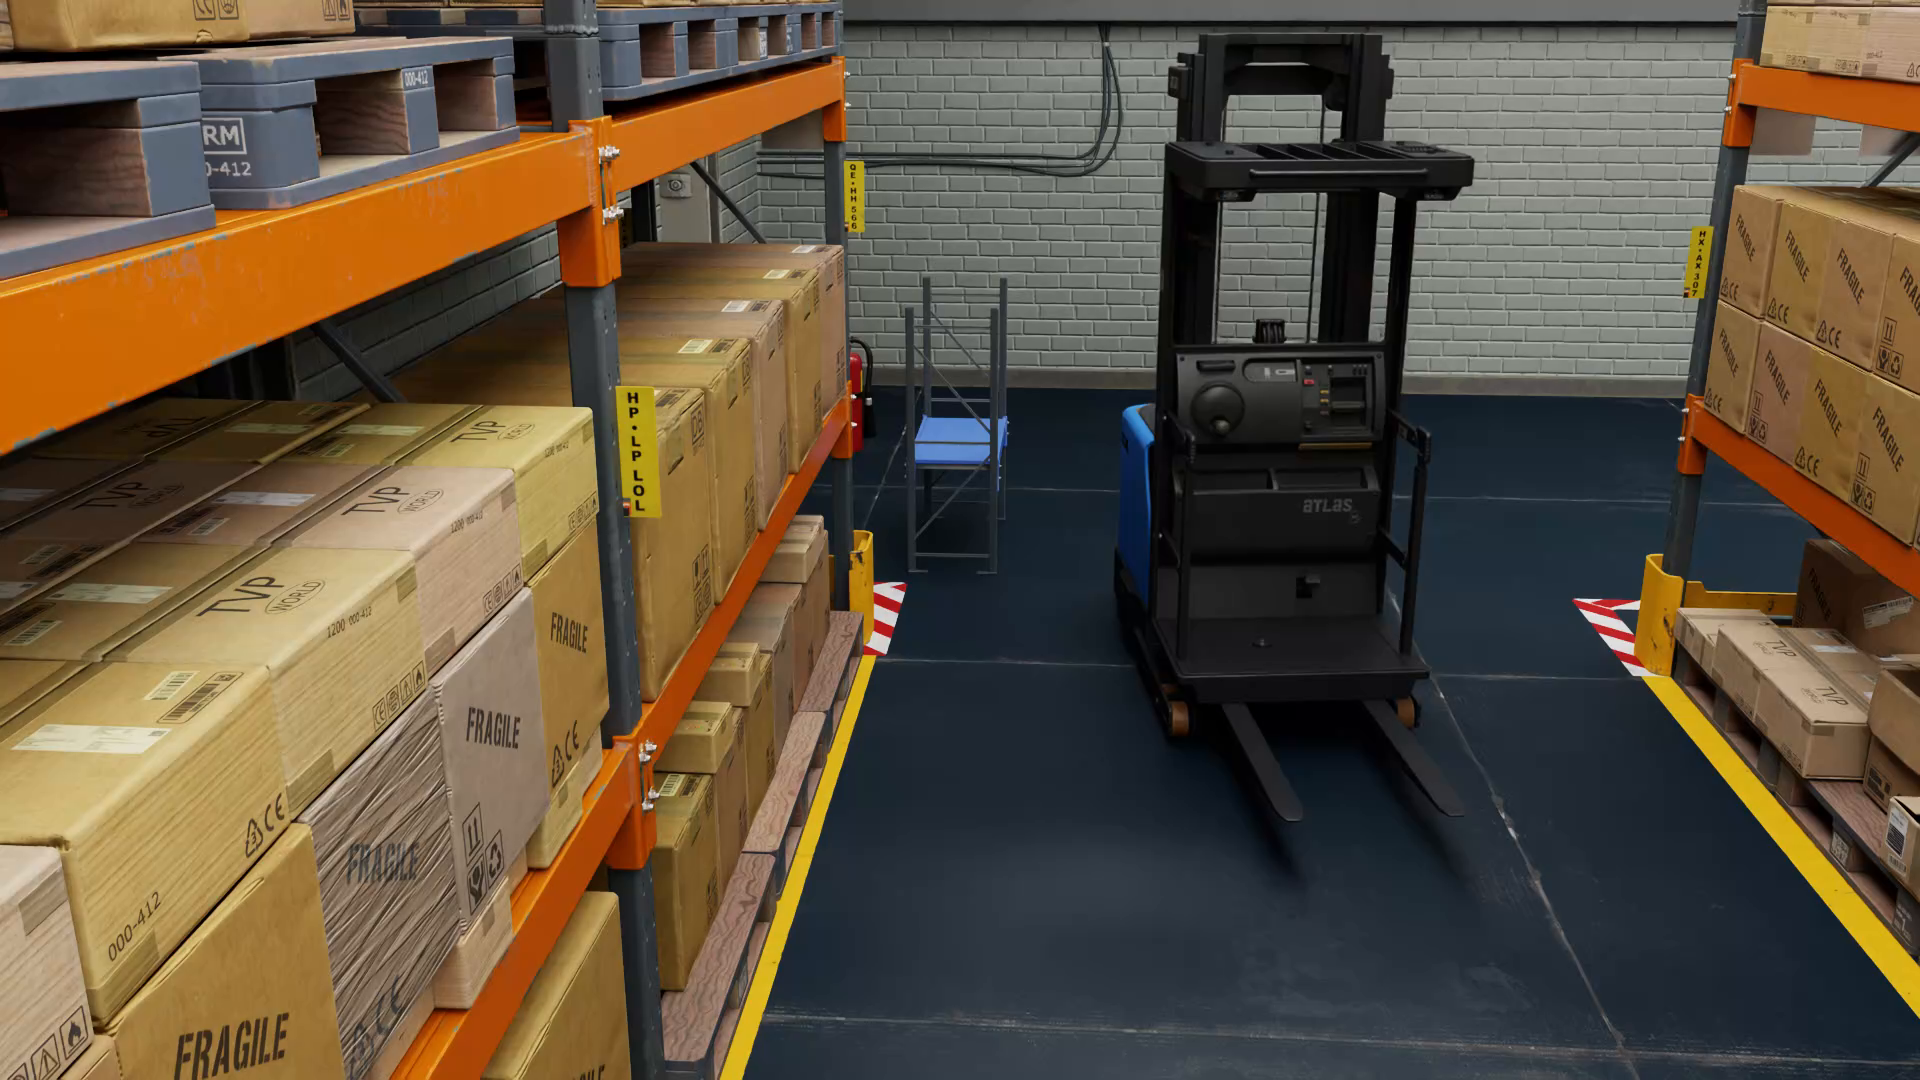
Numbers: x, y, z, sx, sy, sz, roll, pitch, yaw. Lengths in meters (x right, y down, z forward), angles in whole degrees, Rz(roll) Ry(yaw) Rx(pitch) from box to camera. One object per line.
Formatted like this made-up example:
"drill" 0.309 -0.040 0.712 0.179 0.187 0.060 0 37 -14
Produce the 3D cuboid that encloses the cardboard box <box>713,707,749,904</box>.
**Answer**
"cardboard box" -1.126 0.895 5.715 0.700 0.500 0.500 1 18 3

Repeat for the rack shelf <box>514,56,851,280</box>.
"rack shelf" -1.178 -1.412 5.754 1.077 0.370 4.000 1 18 4

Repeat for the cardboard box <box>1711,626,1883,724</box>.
"cardboard box" 3.549 0.575 7.060 0.500 0.250 0.500 1 18 4

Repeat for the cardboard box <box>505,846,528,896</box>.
"cardboard box" -1.121 0.672 3.426 0.380 0.149 0.250 2 18 6

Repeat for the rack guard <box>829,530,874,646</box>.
"rack guard" -1.033 0.231 8.416 1.175 0.500 0.348 1 18 4

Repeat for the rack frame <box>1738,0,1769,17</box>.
"rack frame" 3.906 -3.691 6.736 1.000 3.000 0.127 1 18 4

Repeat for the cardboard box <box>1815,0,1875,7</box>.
"cardboard box" 3.567 -2.123 6.206 0.500 0.250 0.500 1 18 4

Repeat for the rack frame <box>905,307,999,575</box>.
"rack frame" -0.043 -0.528 9.127 0.500 1.500 0.032 1 18 4

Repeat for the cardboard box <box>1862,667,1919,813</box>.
"cardboard box" 3.749 0.796 5.980 0.797 0.503 0.637 1 18 4

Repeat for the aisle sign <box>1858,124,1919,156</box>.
"aisle sign" 4.217 -2.090 7.309 0.394 0.787 0.004 1 18 4

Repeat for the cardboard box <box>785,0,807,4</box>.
"cardboard box" -0.859 -2.156 6.274 0.500 0.250 0.500 1 18 2

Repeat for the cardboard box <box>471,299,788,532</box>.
"cardboard box" -1.166 -0.471 6.061 0.980 0.700 0.700 0 18 1

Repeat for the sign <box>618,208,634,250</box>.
"sign" -1.588 -1.413 7.901 0.100 0.325 0.005 1 18 4

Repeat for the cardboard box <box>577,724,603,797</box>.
"cardboard box" -1.063 0.514 3.909 0.380 0.149 0.250 1 18 4

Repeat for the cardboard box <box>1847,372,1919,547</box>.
"cardboard box" 3.504 -0.285 5.814 0.500 0.500 0.500 2 18 5

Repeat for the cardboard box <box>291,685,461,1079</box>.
"cardboard box" -1.174 0.558 2.733 0.500 0.500 0.500 1 18 4

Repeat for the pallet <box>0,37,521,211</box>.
"pallet" -1.338 -0.756 2.903 0.805 0.209 1.217 1 18 2

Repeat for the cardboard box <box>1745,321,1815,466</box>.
"cardboard box" 3.580 -0.596 6.763 0.500 0.500 0.500 1 18 3

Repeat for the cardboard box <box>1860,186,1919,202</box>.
"cardboard box" 4.149 -1.219 7.059 0.500 0.500 0.500 1 18 3

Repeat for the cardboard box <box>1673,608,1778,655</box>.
"cardboard box" 3.534 0.428 7.672 0.380 0.149 0.250 1 18 4

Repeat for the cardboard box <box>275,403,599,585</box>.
"cardboard box" -1.100 -0.111 3.571 0.500 0.250 0.500 2 18 5

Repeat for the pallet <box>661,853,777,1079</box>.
"pallet" -1.189 1.383 5.363 1.003 0.211 1.213 1 18 4

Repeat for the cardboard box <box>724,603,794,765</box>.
"cardboard box" -1.056 0.570 6.707 0.700 0.500 0.500 1 18 2

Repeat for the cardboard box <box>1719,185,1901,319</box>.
"cardboard box" 3.612 -1.231 7.097 0.500 0.500 0.500 2 18 6

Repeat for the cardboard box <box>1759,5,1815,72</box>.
"cardboard box" 3.616 -2.041 6.757 0.500 0.250 0.500 1 18 4

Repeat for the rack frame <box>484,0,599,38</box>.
"rack frame" -1.321 -2.558 3.279 1.000 3.000 0.127 1 18 4

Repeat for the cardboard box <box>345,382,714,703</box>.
"cardboard box" -1.266 -0.018 4.679 0.980 0.700 0.700 2 18 5

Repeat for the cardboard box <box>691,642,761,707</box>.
"cardboard box" -0.922 0.478 5.945 0.380 0.149 0.250 1 18 2

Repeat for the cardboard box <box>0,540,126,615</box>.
"cardboard box" -1.676 0.193 2.641 0.500 0.250 0.500 1 18 2

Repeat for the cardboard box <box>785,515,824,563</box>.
"cardboard box" -0.813 -0.006 7.423 0.380 0.149 0.250 1 18 3

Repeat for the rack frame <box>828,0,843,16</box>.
"rack frame" -1.035 -3.801 7.070 1.000 3.000 0.127 1 18 4

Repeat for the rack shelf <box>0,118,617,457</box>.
"rack shelf" -1.465 -0.170 1.962 1.077 0.370 4.000 1 18 4

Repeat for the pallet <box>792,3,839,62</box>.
"pallet" -1.077 -2.102 6.847 1.003 0.211 1.213 1 18 4

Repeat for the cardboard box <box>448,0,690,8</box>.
"cardboard box" -1.009 -1.517 4.325 0.500 0.250 0.500 1 18 4

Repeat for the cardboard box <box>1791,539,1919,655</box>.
"cardboard box" 4.113 0.313 7.459 0.500 0.500 0.500 1 18 4

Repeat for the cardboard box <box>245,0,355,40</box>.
"cardboard box" -1.494 -1.119 2.835 0.700 0.500 0.500 0 18 1

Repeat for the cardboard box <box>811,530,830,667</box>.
"cardboard box" -0.985 0.258 7.658 0.700 0.500 0.500 1 18 4

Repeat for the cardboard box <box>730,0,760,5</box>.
"cardboard box" -0.929 -1.835 5.294 0.500 0.250 0.500 1 18 2

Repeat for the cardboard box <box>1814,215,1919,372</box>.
"cardboard box" 3.541 -0.913 6.127 0.500 0.500 0.500 2 18 5

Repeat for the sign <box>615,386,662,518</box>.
"sign" -0.780 -0.211 4.017 0.100 0.325 0.005 1 18 4

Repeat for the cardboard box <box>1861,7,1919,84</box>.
"cardboard box" 3.533 -1.730 5.810 0.500 0.250 0.500 1 18 4

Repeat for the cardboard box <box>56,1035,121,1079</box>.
"cardboard box" -1.235 0.875 1.766 0.500 0.500 0.500 1 18 4

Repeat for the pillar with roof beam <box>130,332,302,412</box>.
"pillar with roof beam" 2.160 -2.699 3.708 9.100 9.000 0.400 1 18 4

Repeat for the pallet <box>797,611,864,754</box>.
"pallet" -1.014 0.625 7.675 1.003 0.211 1.213 1 18 4

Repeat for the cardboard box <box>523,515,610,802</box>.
"cardboard box" -1.103 0.243 3.693 0.500 0.500 0.500 1 18 3

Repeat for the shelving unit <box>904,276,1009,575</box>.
"shelving unit" -0.006 -0.686 9.609 0.538 1.500 1.048 1 18 4

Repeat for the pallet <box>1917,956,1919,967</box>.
"pallet" 3.670 1.514 4.964 1.003 0.211 1.213 1 18 4

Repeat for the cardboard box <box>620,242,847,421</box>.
"cardboard box" -1.061 -0.934 7.474 0.980 0.700 0.700 2 18 6

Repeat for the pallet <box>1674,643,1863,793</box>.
"pallet" 3.845 0.756 7.277 1.003 0.211 1.213 1 18 4

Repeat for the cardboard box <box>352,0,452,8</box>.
"cardboard box" -1.506 -1.526 4.353 0.500 0.250 0.500 1 18 4

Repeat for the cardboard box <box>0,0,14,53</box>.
"cardboard box" -1.569 -0.790 1.833 0.700 0.500 0.500 1 18 4

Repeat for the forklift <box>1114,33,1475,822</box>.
"forklift" 1.433 -0.632 7.145 1.130 2.935 3.031 -1 18 -3

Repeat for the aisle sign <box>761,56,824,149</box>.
"aisle sign" -0.730 -2.201 7.647 0.394 0.787 0.004 1 18 4

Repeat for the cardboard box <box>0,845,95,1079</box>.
"cardboard box" -1.249 0.523 1.636 0.500 0.250 0.500 1 18 4

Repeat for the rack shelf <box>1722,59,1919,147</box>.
"rack shelf" 3.763 -1.303 5.420 1.077 0.370 4.000 1 18 4

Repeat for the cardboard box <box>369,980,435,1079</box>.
"cardboard box" -1.165 0.830 2.944 0.380 0.149 0.250 1 18 4
